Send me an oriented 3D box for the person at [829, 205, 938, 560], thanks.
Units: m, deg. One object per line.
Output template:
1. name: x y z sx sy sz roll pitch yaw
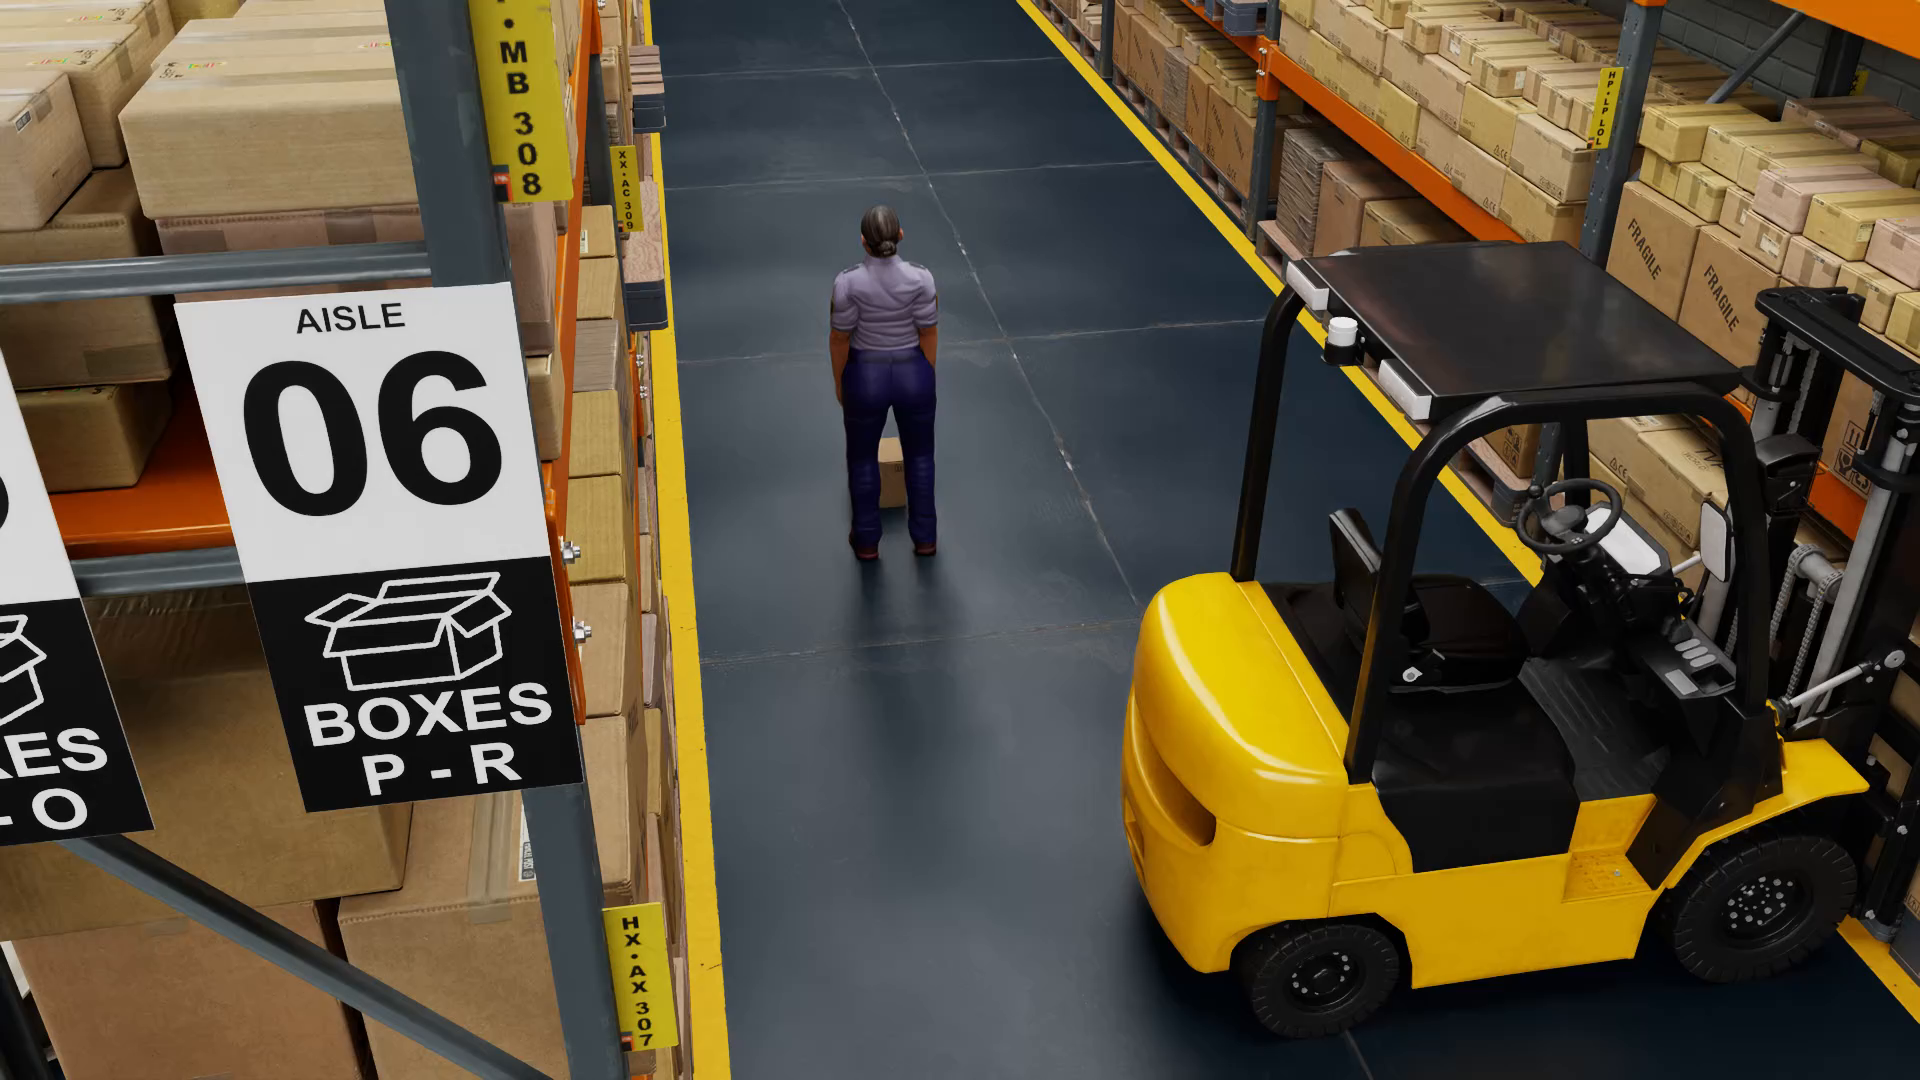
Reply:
1. person: -0.333 -0.674 7.298 0.468 1.639 0.343 -5 31 -8
